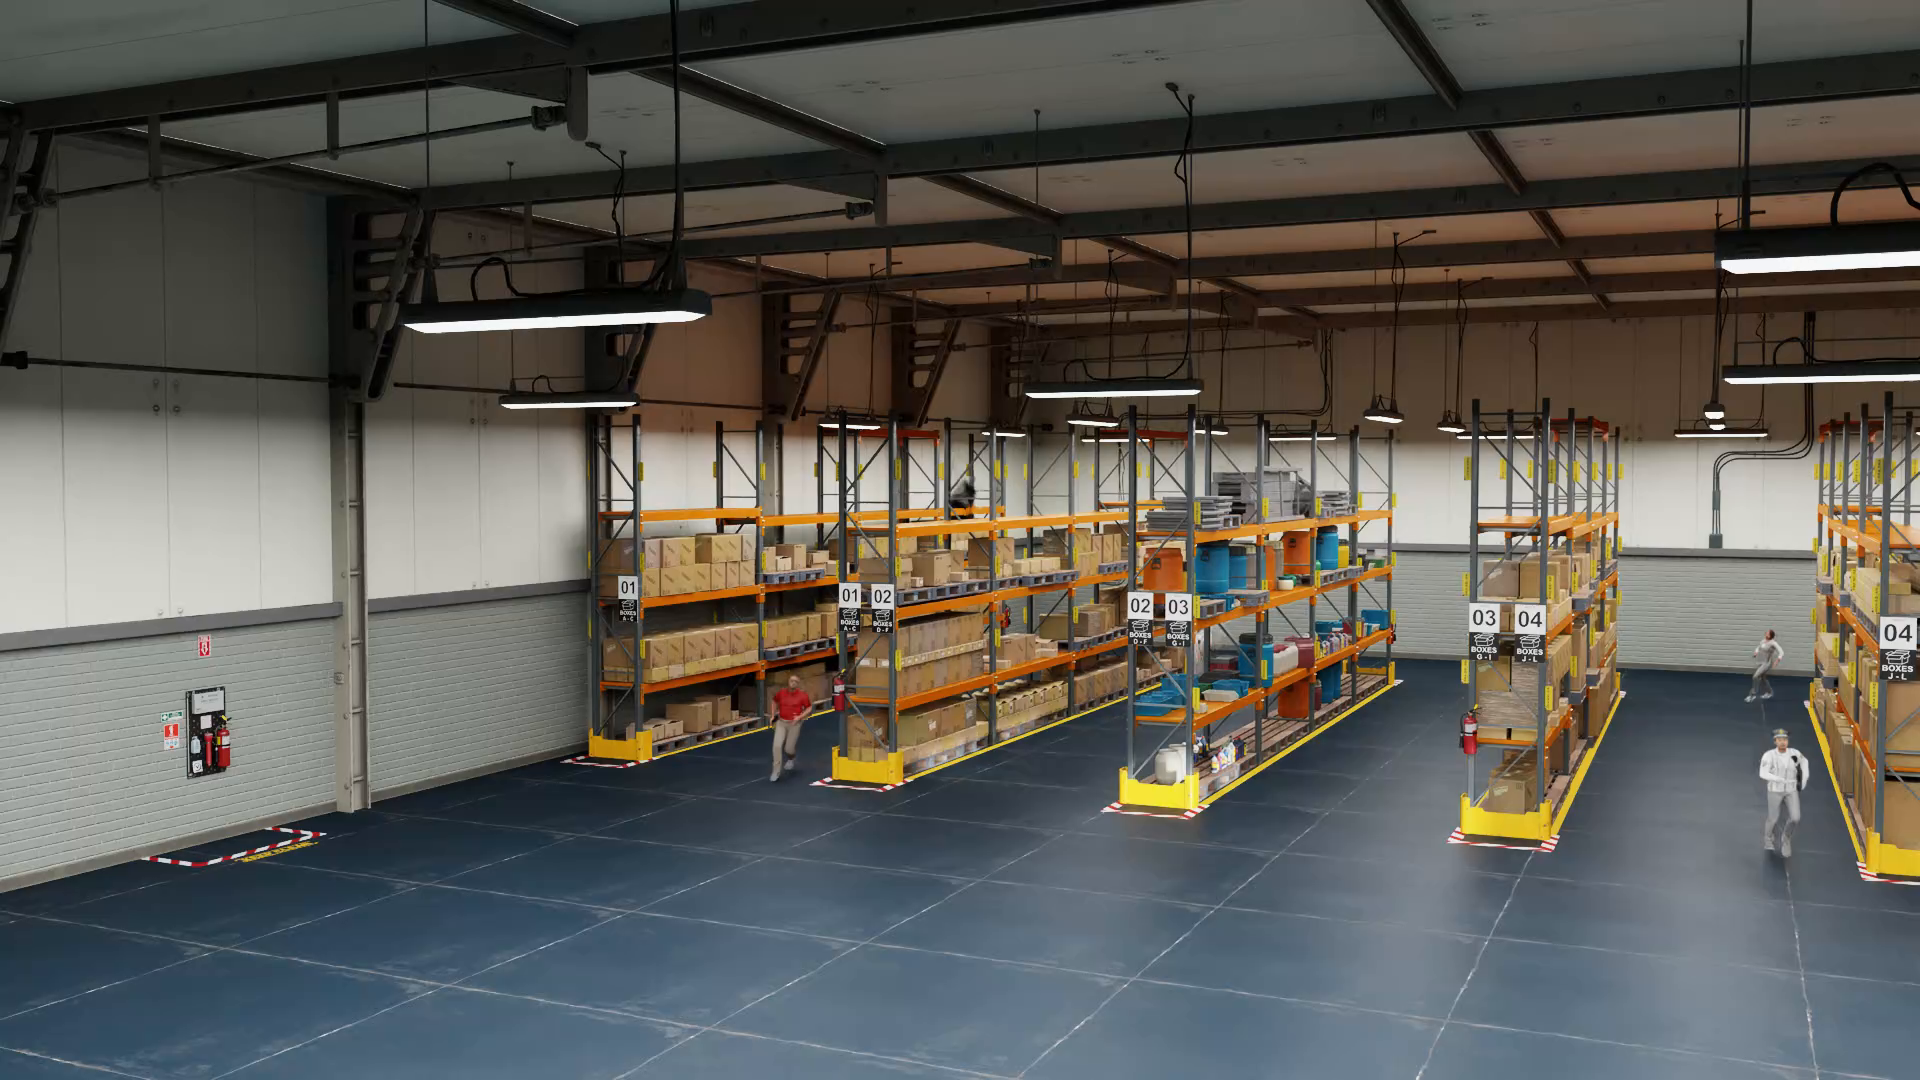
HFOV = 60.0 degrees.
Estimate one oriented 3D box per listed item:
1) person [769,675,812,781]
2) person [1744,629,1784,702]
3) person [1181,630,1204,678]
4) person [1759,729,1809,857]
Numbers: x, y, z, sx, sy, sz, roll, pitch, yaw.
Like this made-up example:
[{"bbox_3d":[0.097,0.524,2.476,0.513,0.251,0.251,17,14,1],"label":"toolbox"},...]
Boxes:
[{"bbox_3d":[-2.783,3.056,27.249,0.695,1.708,0.788,0,2,8],"label":"person"},{"bbox_3d":[17.458,2.737,36.152,0.750,1.561,0.584,0,2,-8],"label":"person"},{"bbox_3d":[5.103,2.642,36.182,0.656,1.740,0.664,1,3,22],"label":"person"},{"bbox_3d":[10.675,3.262,21.537,0.623,1.666,0.822,1,2,16],"label":"person"}]
